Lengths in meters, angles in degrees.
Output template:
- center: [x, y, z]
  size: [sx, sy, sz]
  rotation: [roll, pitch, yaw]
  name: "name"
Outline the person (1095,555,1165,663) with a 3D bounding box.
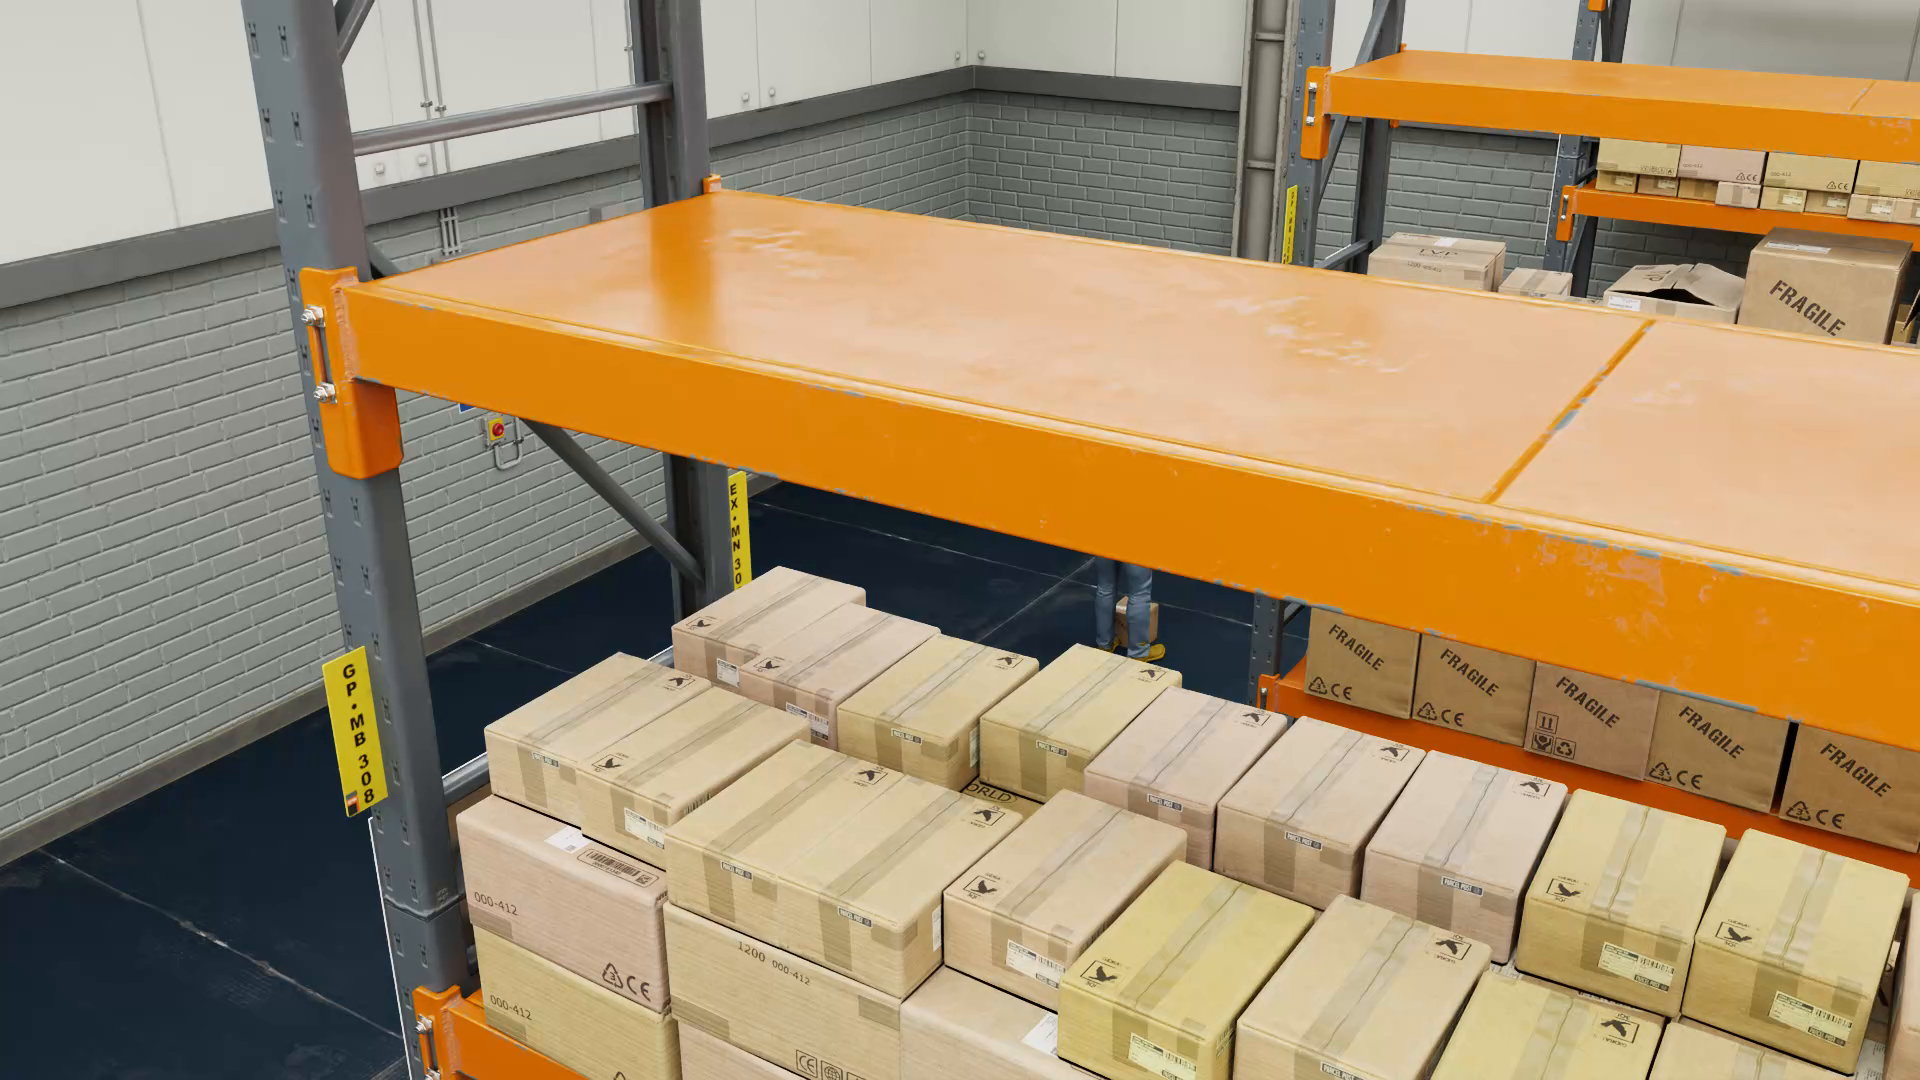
- center: [1.044, -0.057, 10.686]
  size: [0.637, 1.761, 0.456]
  rotation: [13, 26, 27]
  name: "person"
